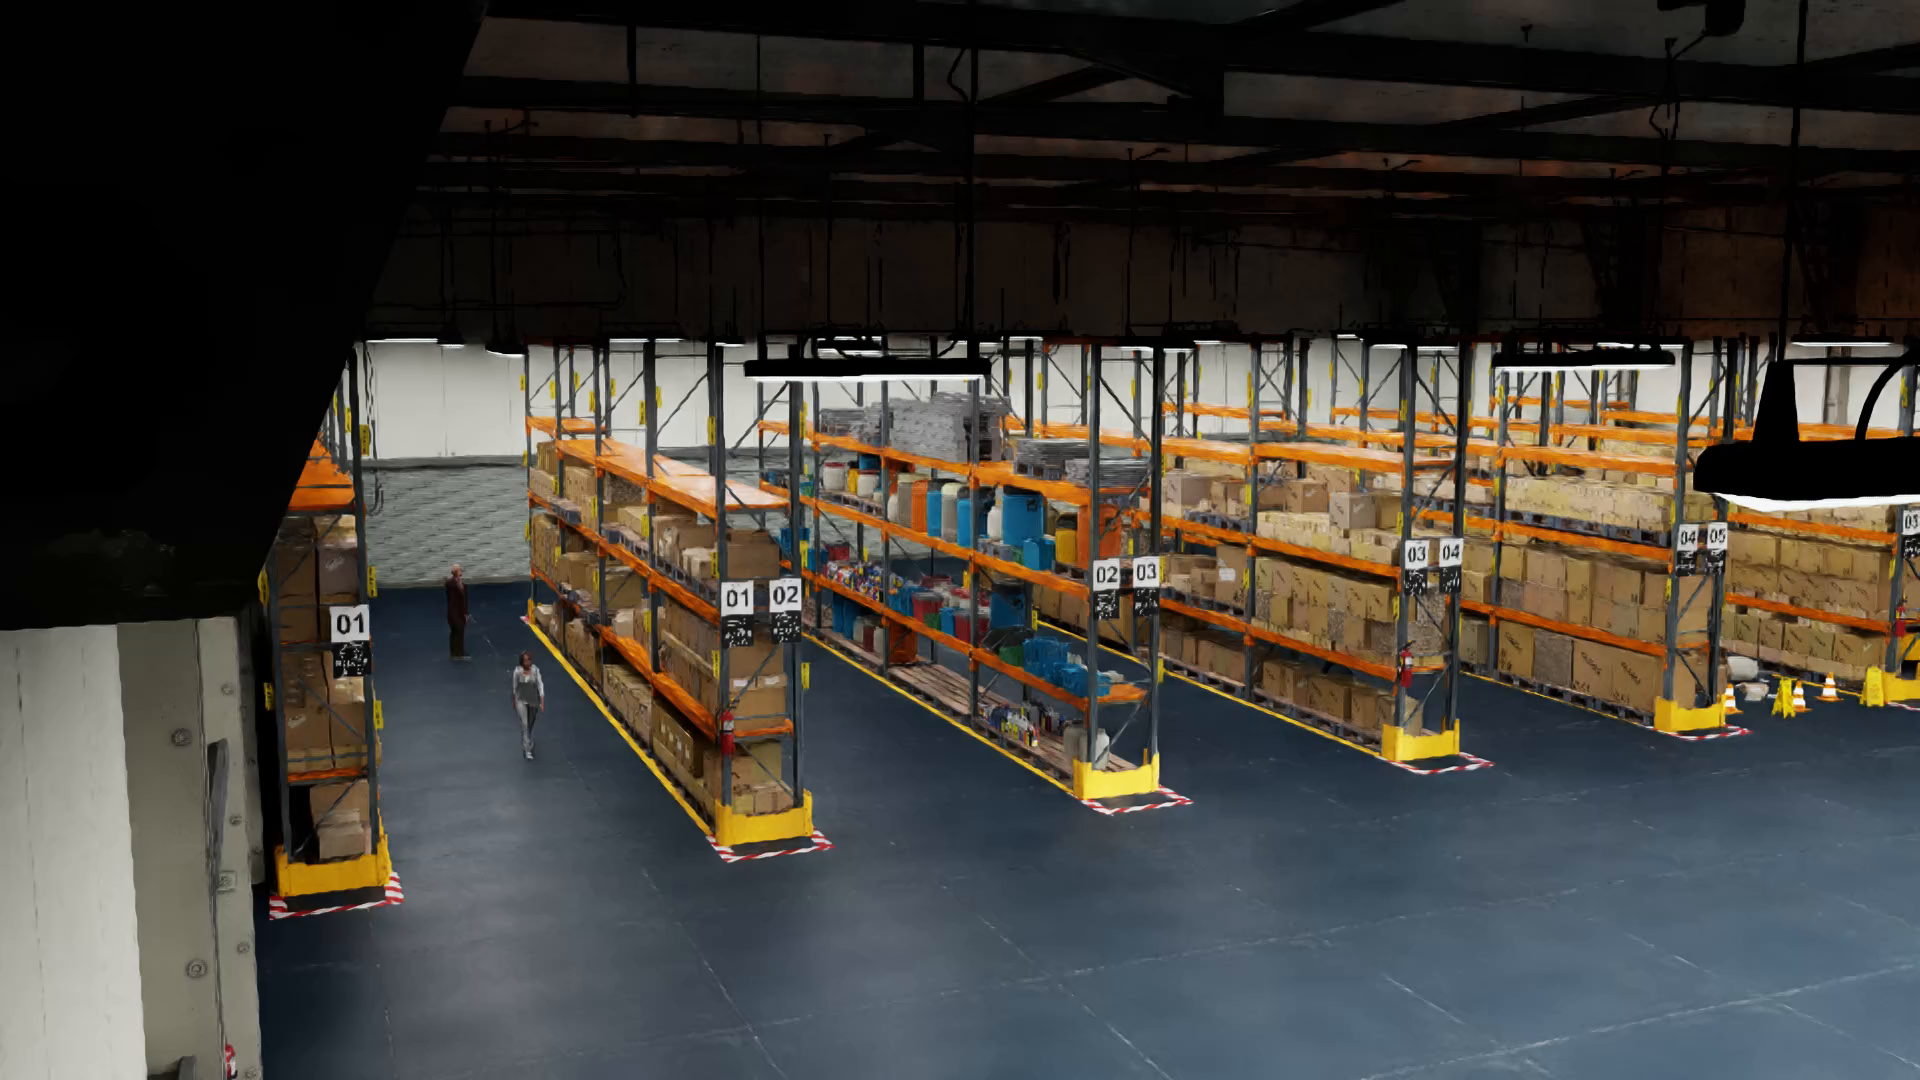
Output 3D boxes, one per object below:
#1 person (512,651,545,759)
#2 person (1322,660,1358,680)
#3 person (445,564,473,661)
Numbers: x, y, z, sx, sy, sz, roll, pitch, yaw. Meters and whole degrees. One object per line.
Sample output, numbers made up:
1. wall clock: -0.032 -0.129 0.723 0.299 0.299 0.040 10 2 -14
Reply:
1. person: -6.269 2.353 24.188 0.430 1.540 0.941 -3 8 -23
2. person: 6.508 1.795 28.391 0.419 1.513 1.037 -3 8 -24
3. person: -9.291 1.332 30.843 0.670 1.782 0.450 8 11 44
